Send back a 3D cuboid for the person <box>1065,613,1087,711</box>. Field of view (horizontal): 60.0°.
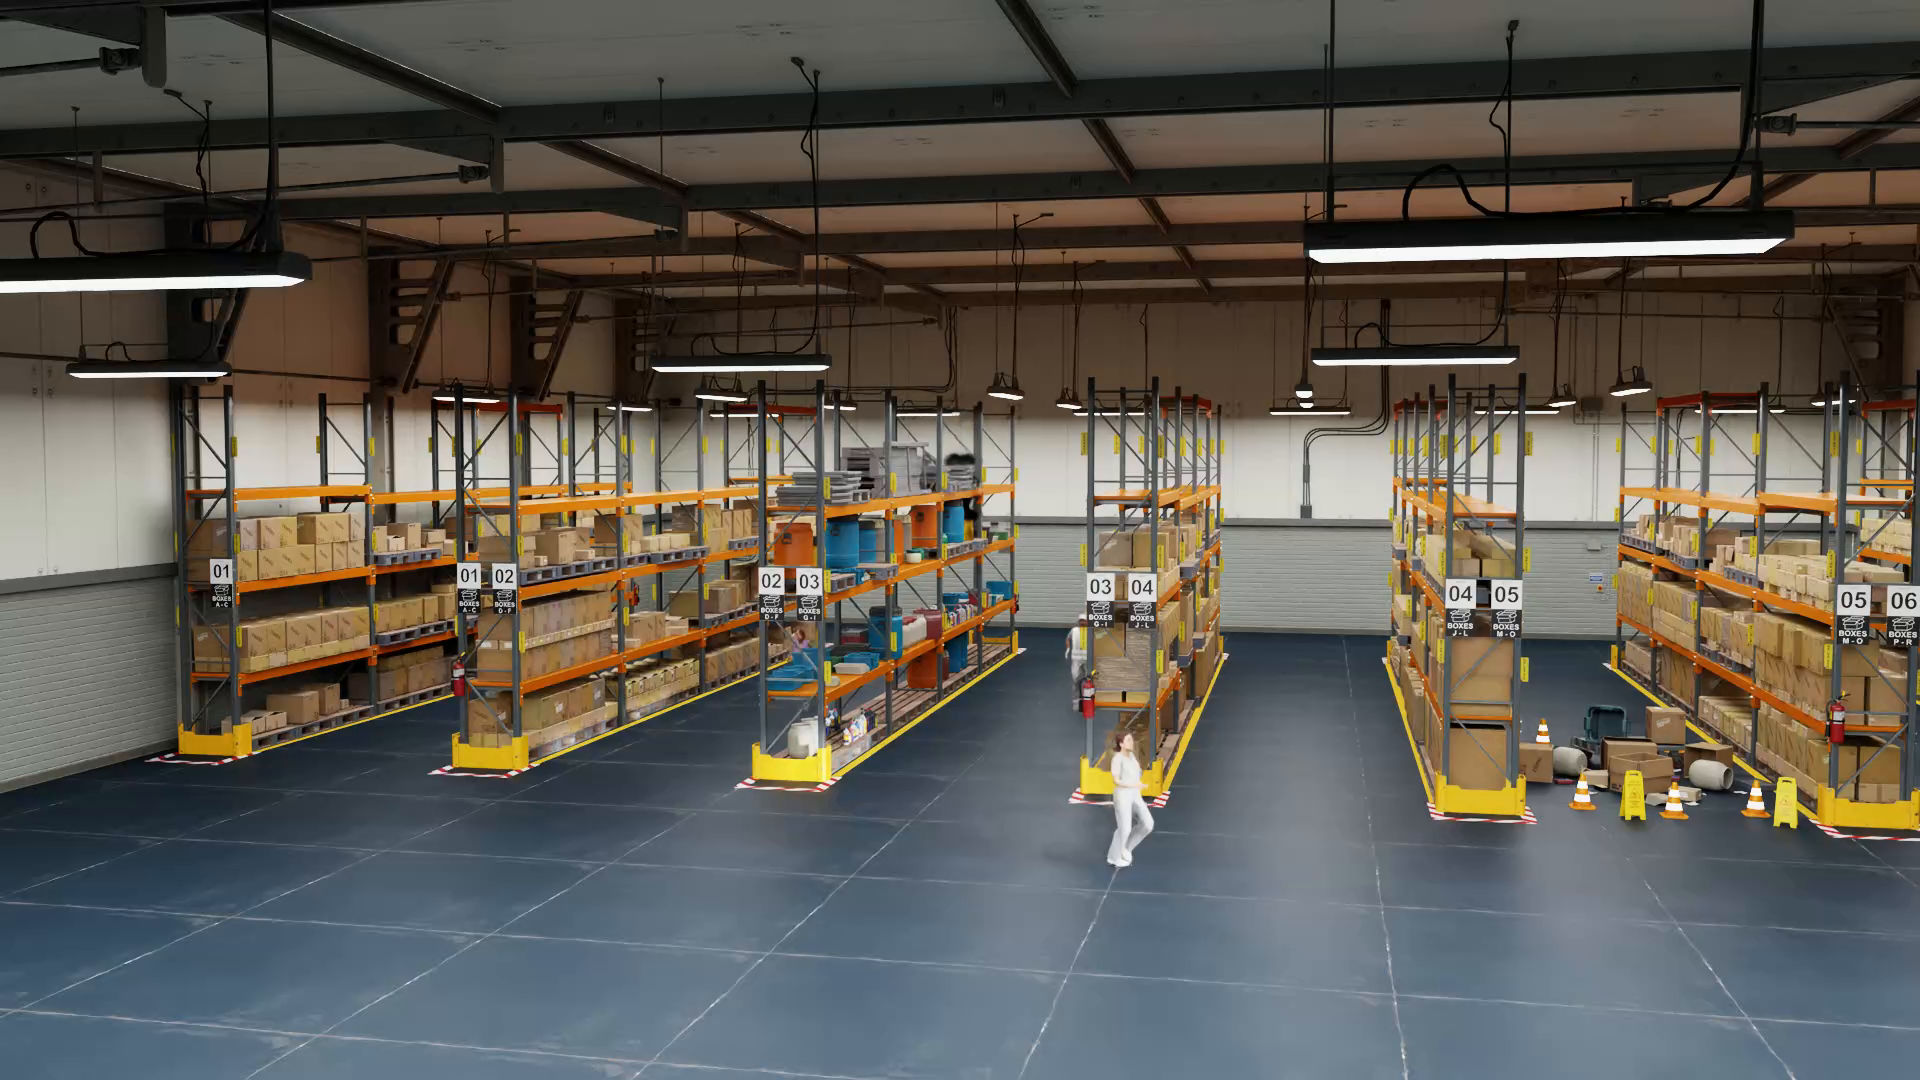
[{"bbox_3d":[2.344,2.326,31.823,0.670,1.845,0.804,0,3,8],"label":"person"}]

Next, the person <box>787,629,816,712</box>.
[{"bbox_3d":[-2.990,2.450,31.370,0.526,1.565,0.681,1,3,14],"label":"person"}]

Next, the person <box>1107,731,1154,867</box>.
[{"bbox_3d":[2.004,3.070,19.697,0.604,1.631,0.537,3,4,43],"label":"person"}]

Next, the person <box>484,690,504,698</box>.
[{"bbox_3d":[-8.244,2.503,29.613,0.687,1.735,0.700,0,3,4],"label":"person"}]
